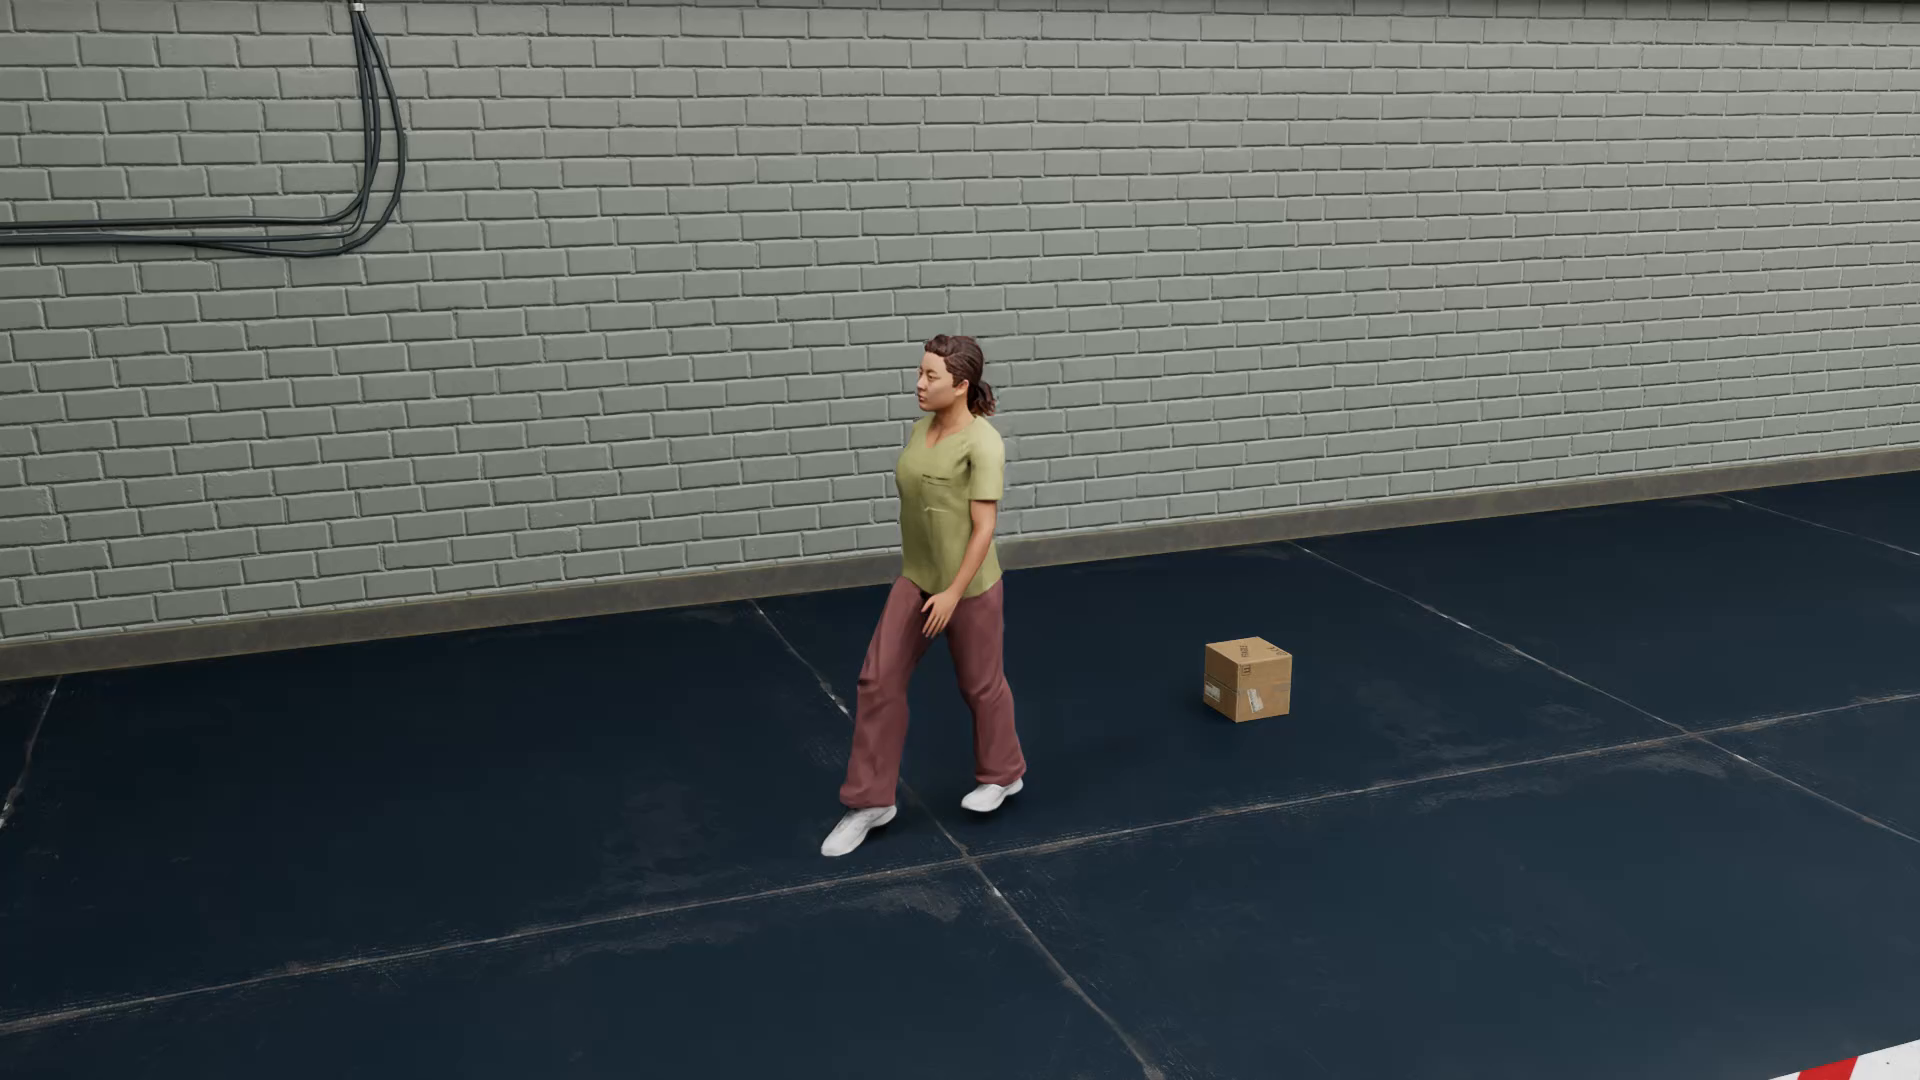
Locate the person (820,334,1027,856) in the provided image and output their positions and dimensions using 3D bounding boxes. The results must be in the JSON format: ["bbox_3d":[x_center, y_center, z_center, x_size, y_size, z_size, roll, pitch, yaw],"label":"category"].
[{"bbox_3d":[-0.081,0.181,5.398,0.792,1.690,0.459,-14,21,-42],"label":"person"}]
